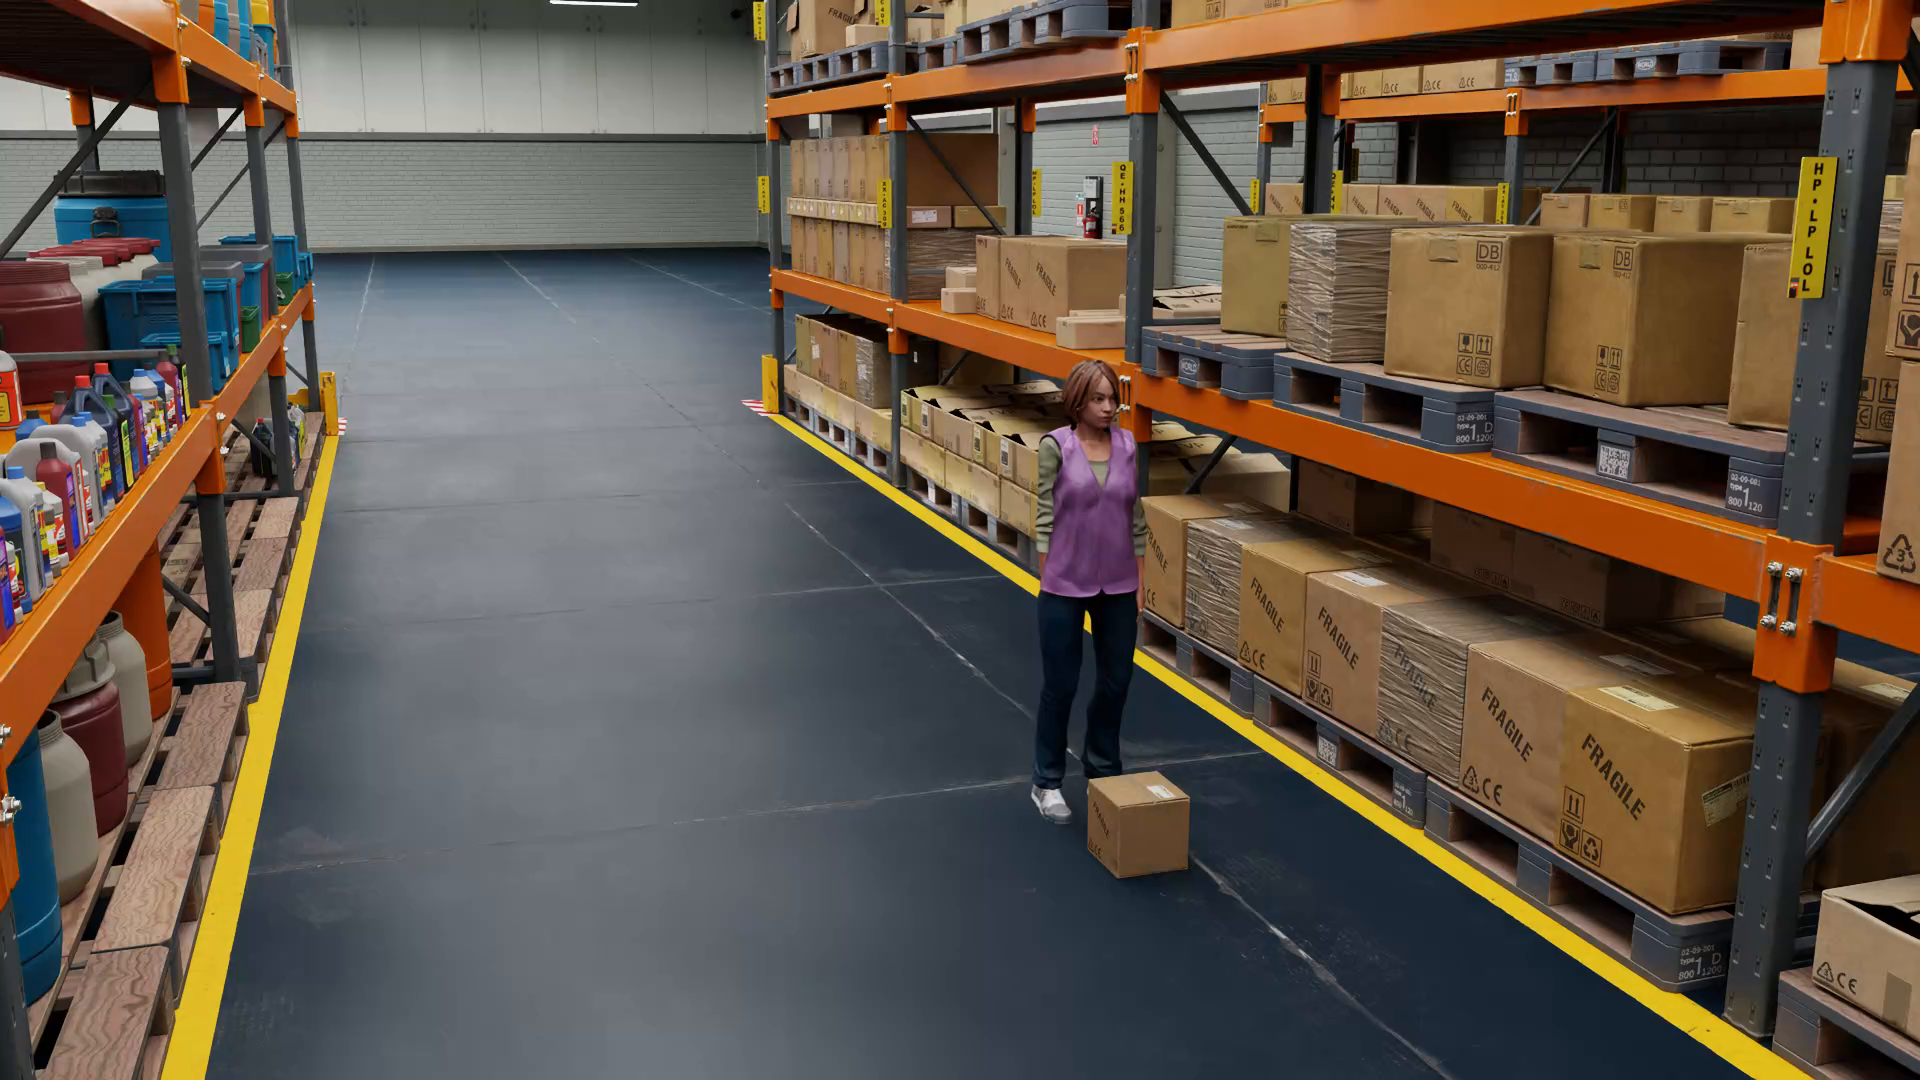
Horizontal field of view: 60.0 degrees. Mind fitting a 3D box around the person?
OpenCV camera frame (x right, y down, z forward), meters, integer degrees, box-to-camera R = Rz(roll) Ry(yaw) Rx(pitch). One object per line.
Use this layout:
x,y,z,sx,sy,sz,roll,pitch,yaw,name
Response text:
0.453,0.183,5.732,0.406,1.614,0.313,-4,13,-17,person
